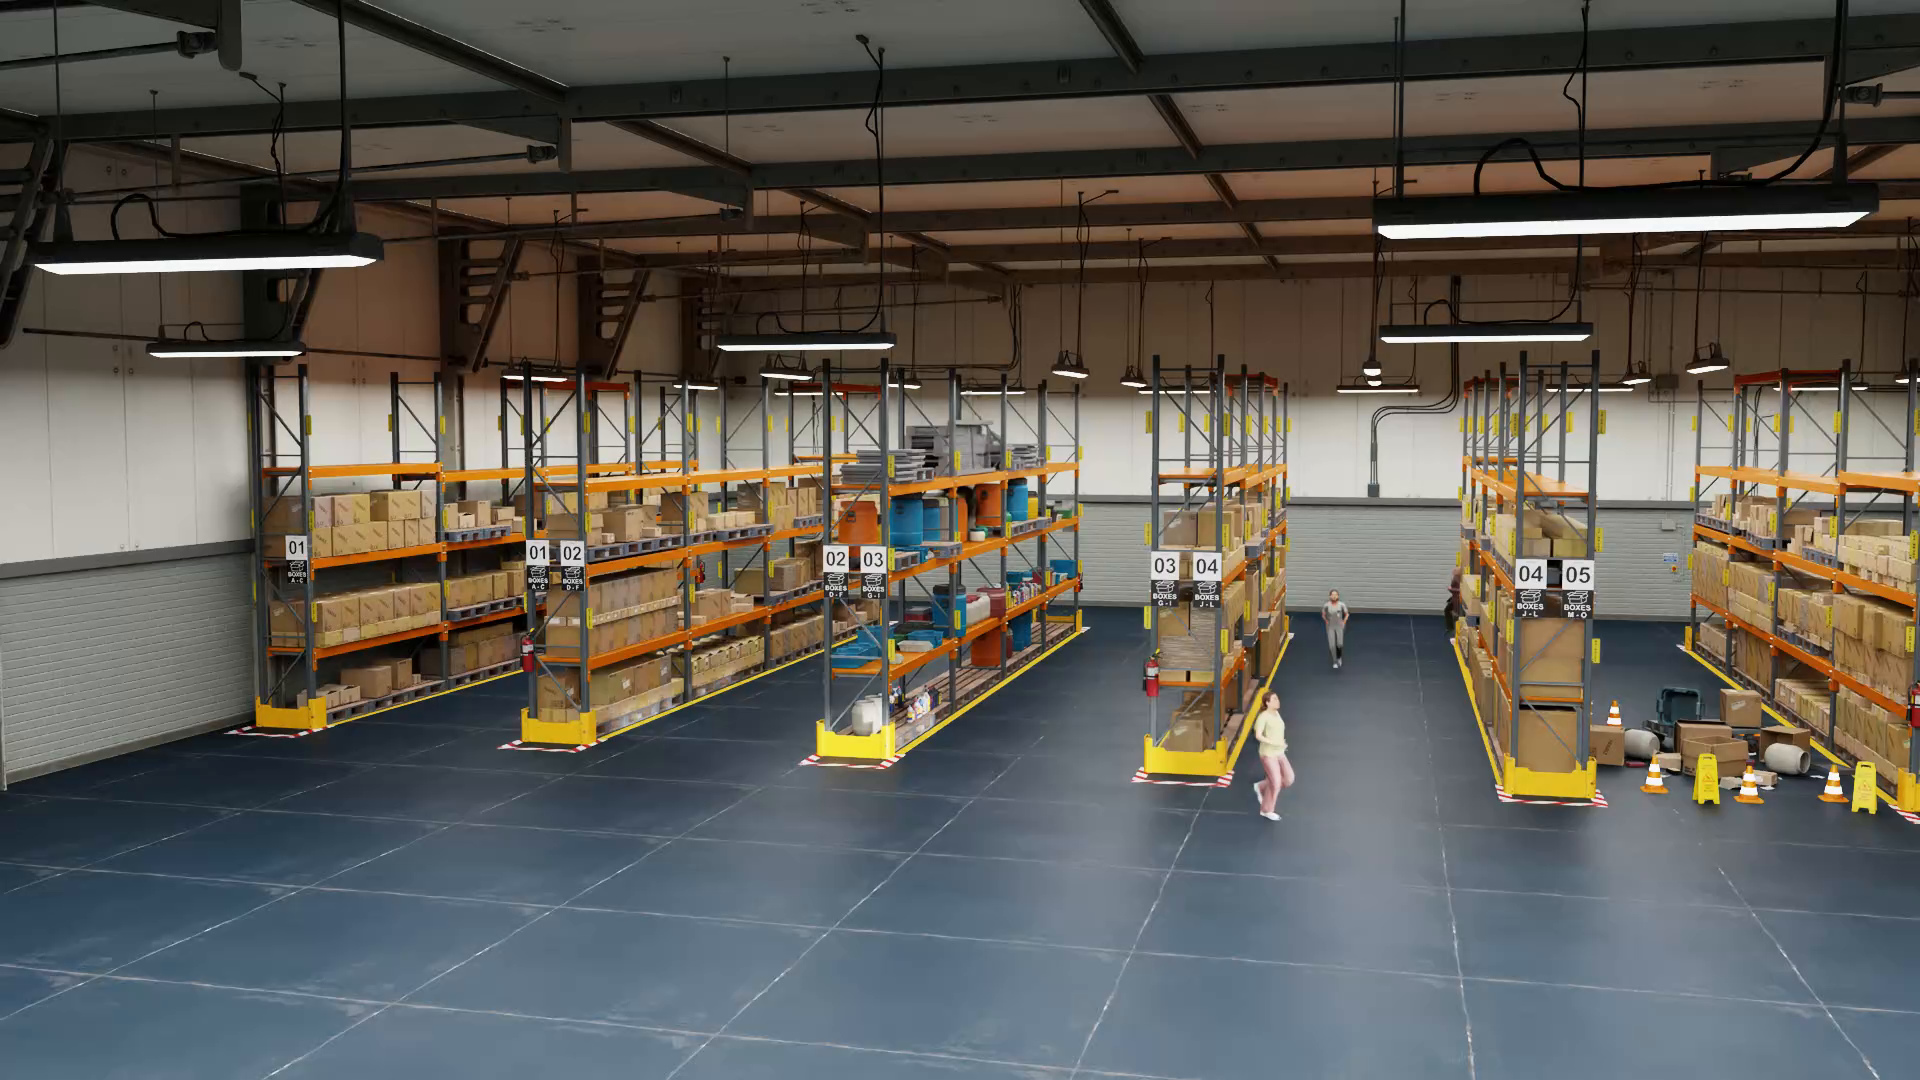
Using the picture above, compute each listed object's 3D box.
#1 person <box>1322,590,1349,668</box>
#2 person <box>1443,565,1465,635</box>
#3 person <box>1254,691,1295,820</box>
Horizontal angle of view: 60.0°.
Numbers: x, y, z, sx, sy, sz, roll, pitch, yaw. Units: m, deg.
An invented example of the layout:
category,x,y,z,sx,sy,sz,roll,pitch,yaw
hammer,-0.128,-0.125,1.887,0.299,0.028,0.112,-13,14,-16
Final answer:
category,x,y,z,sx,sy,sz,roll,pitch,yaw
person,7.688,1.833,34.108,0.539,1.618,0.541,1,4,14
person,11.891,1.456,39.406,0.760,1.743,0.876,1,4,9
person,3.961,2.730,21.164,0.560,1.636,0.617,3,5,41
